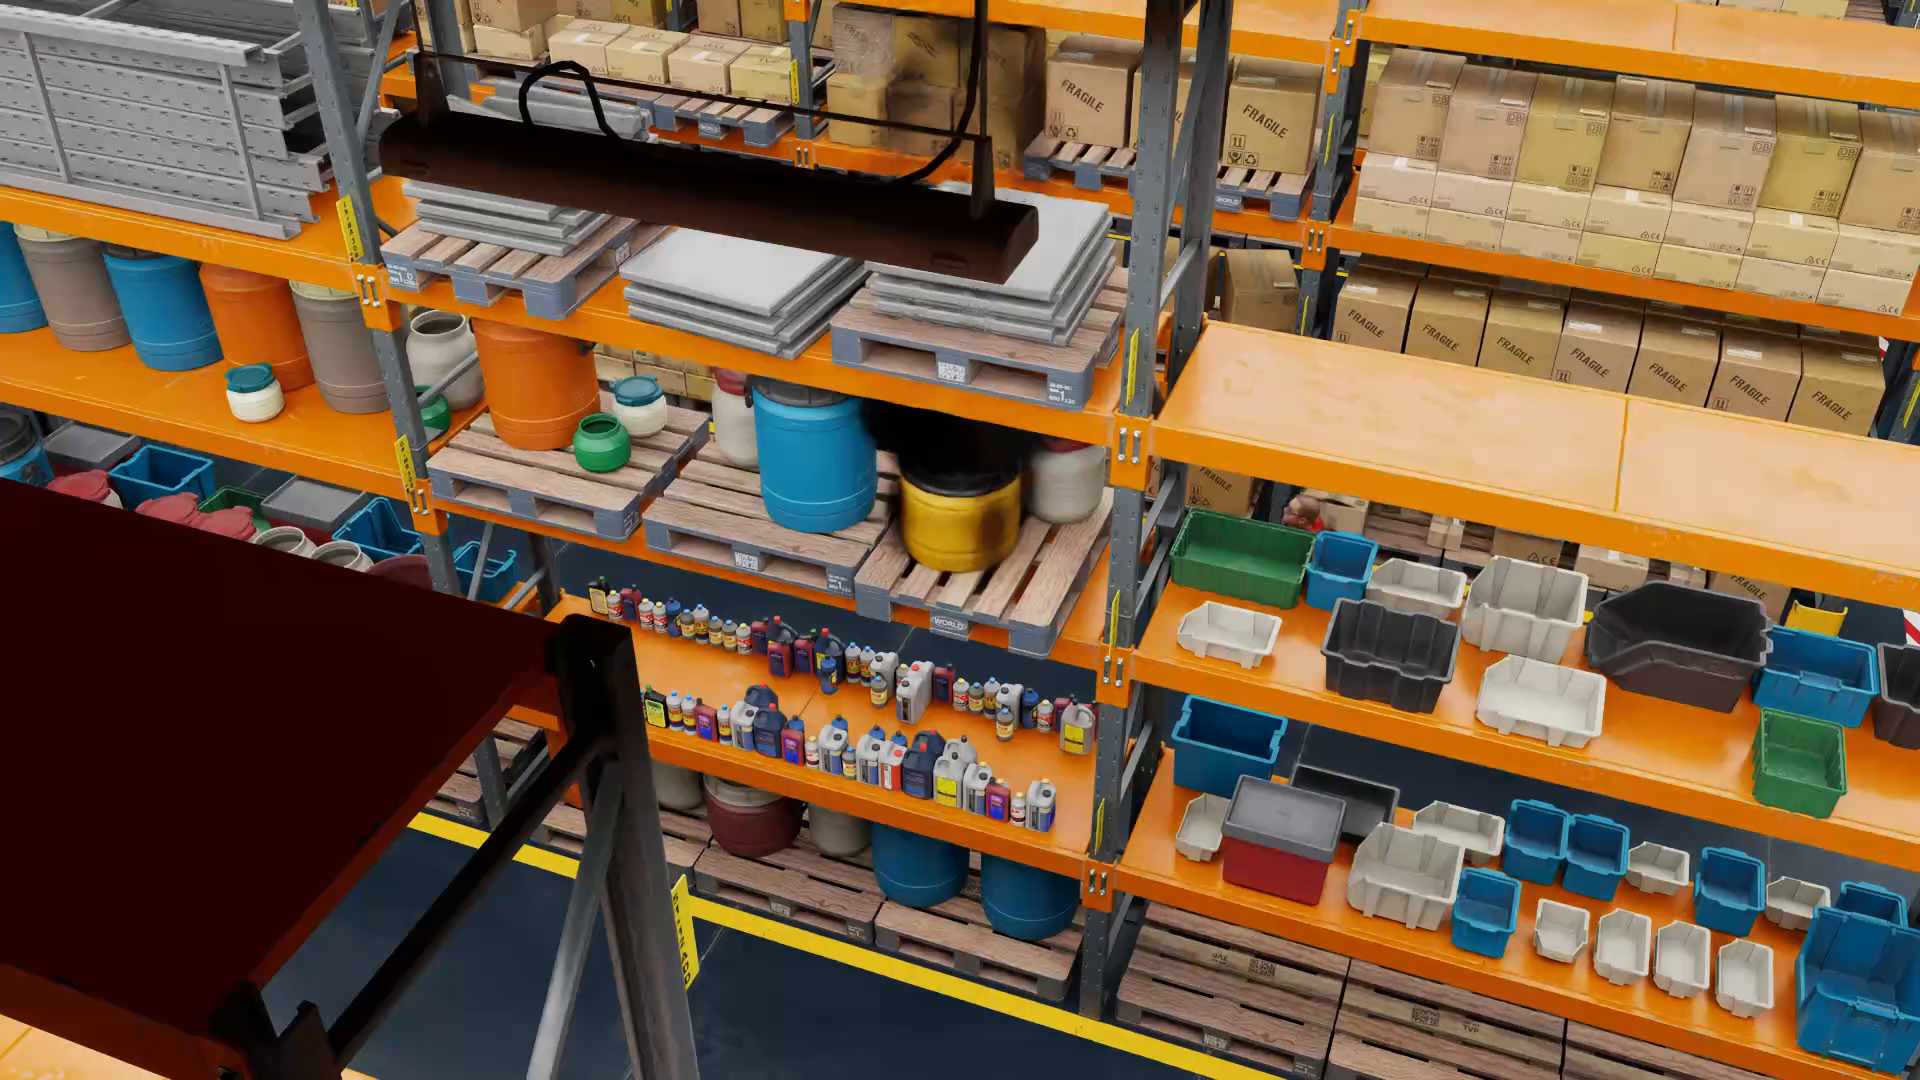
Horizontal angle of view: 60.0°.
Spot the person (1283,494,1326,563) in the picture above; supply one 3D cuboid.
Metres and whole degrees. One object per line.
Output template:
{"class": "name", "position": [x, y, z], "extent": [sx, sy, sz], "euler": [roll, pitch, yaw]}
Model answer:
{"class": "person", "position": [2.207, 0.420, 10.944], "extent": [0.559, 1.730, 0.671], "euler": [9, 38, 12]}
